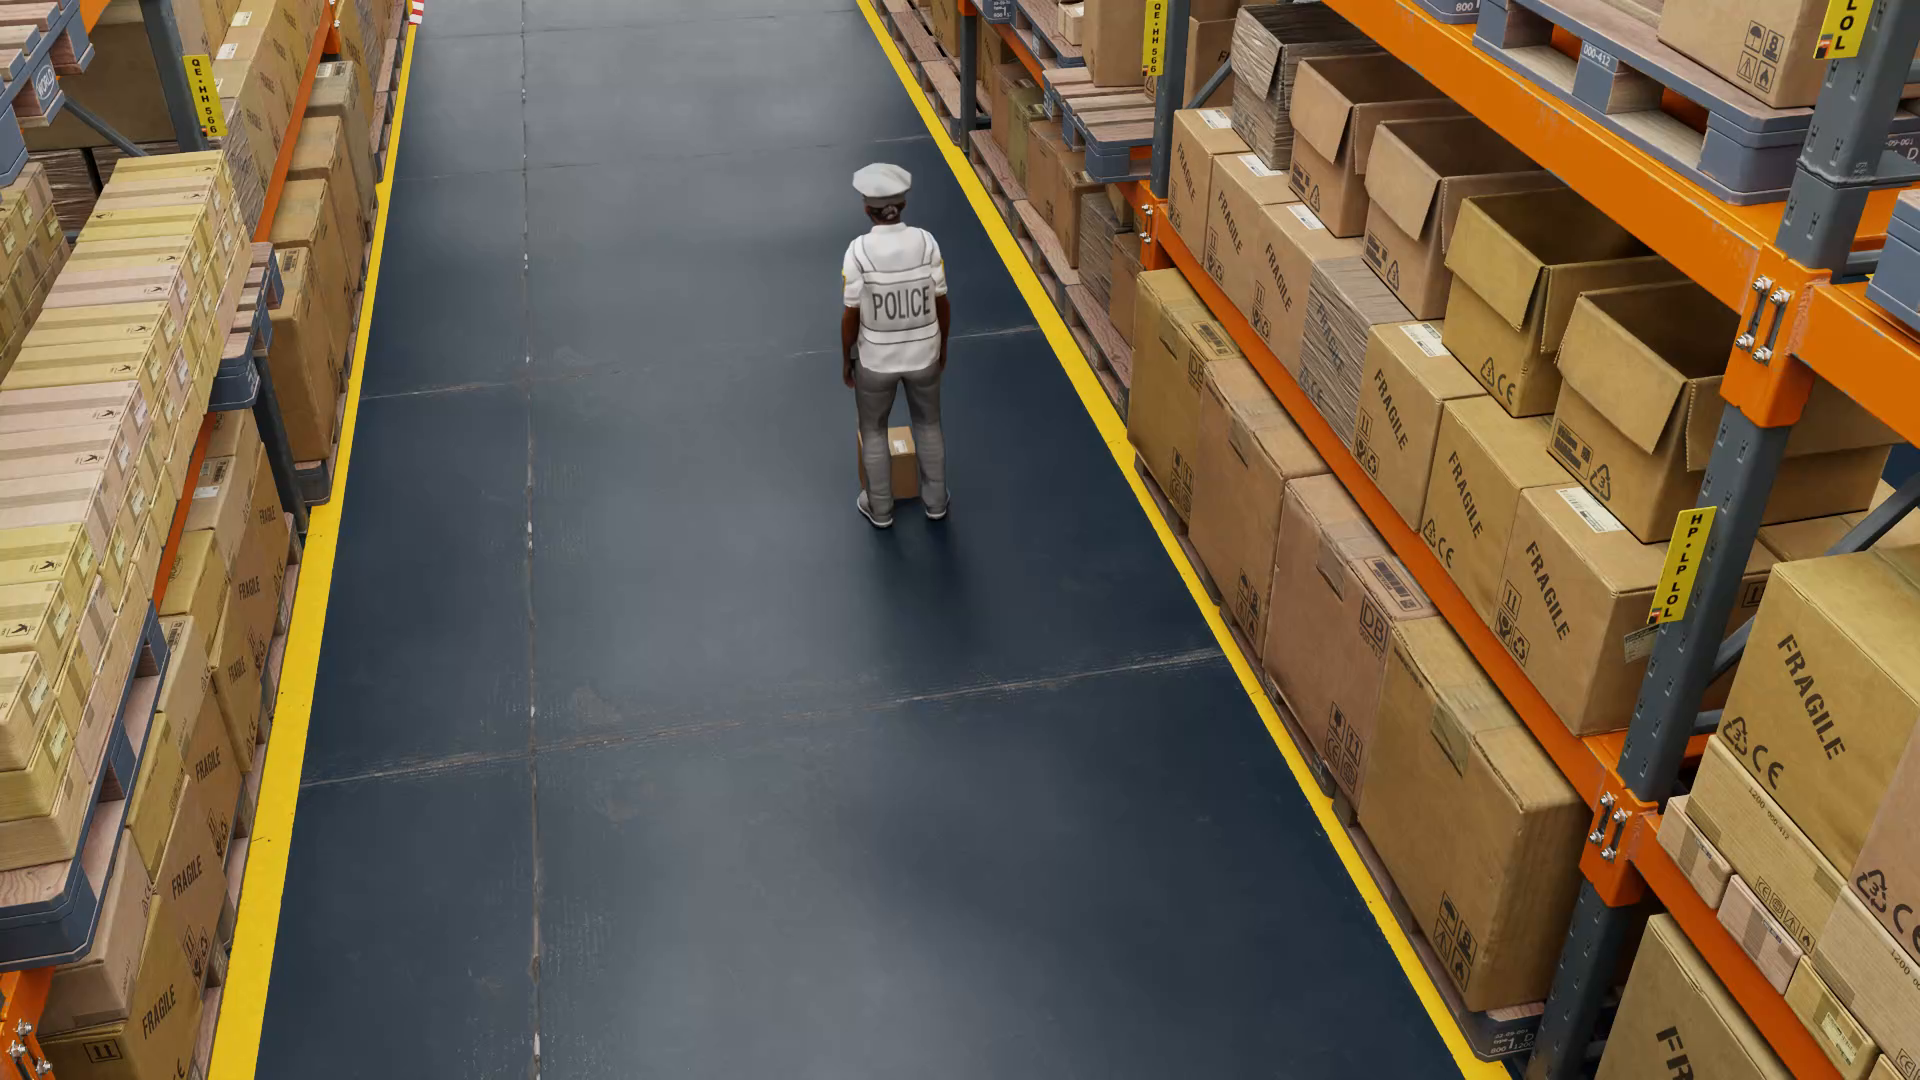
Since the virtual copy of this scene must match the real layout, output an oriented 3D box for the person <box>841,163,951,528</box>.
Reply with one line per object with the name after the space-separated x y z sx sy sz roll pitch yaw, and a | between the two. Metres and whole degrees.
-0.275 -0.810 7.323 0.511 1.657 0.394 -9 35 -12 | person
